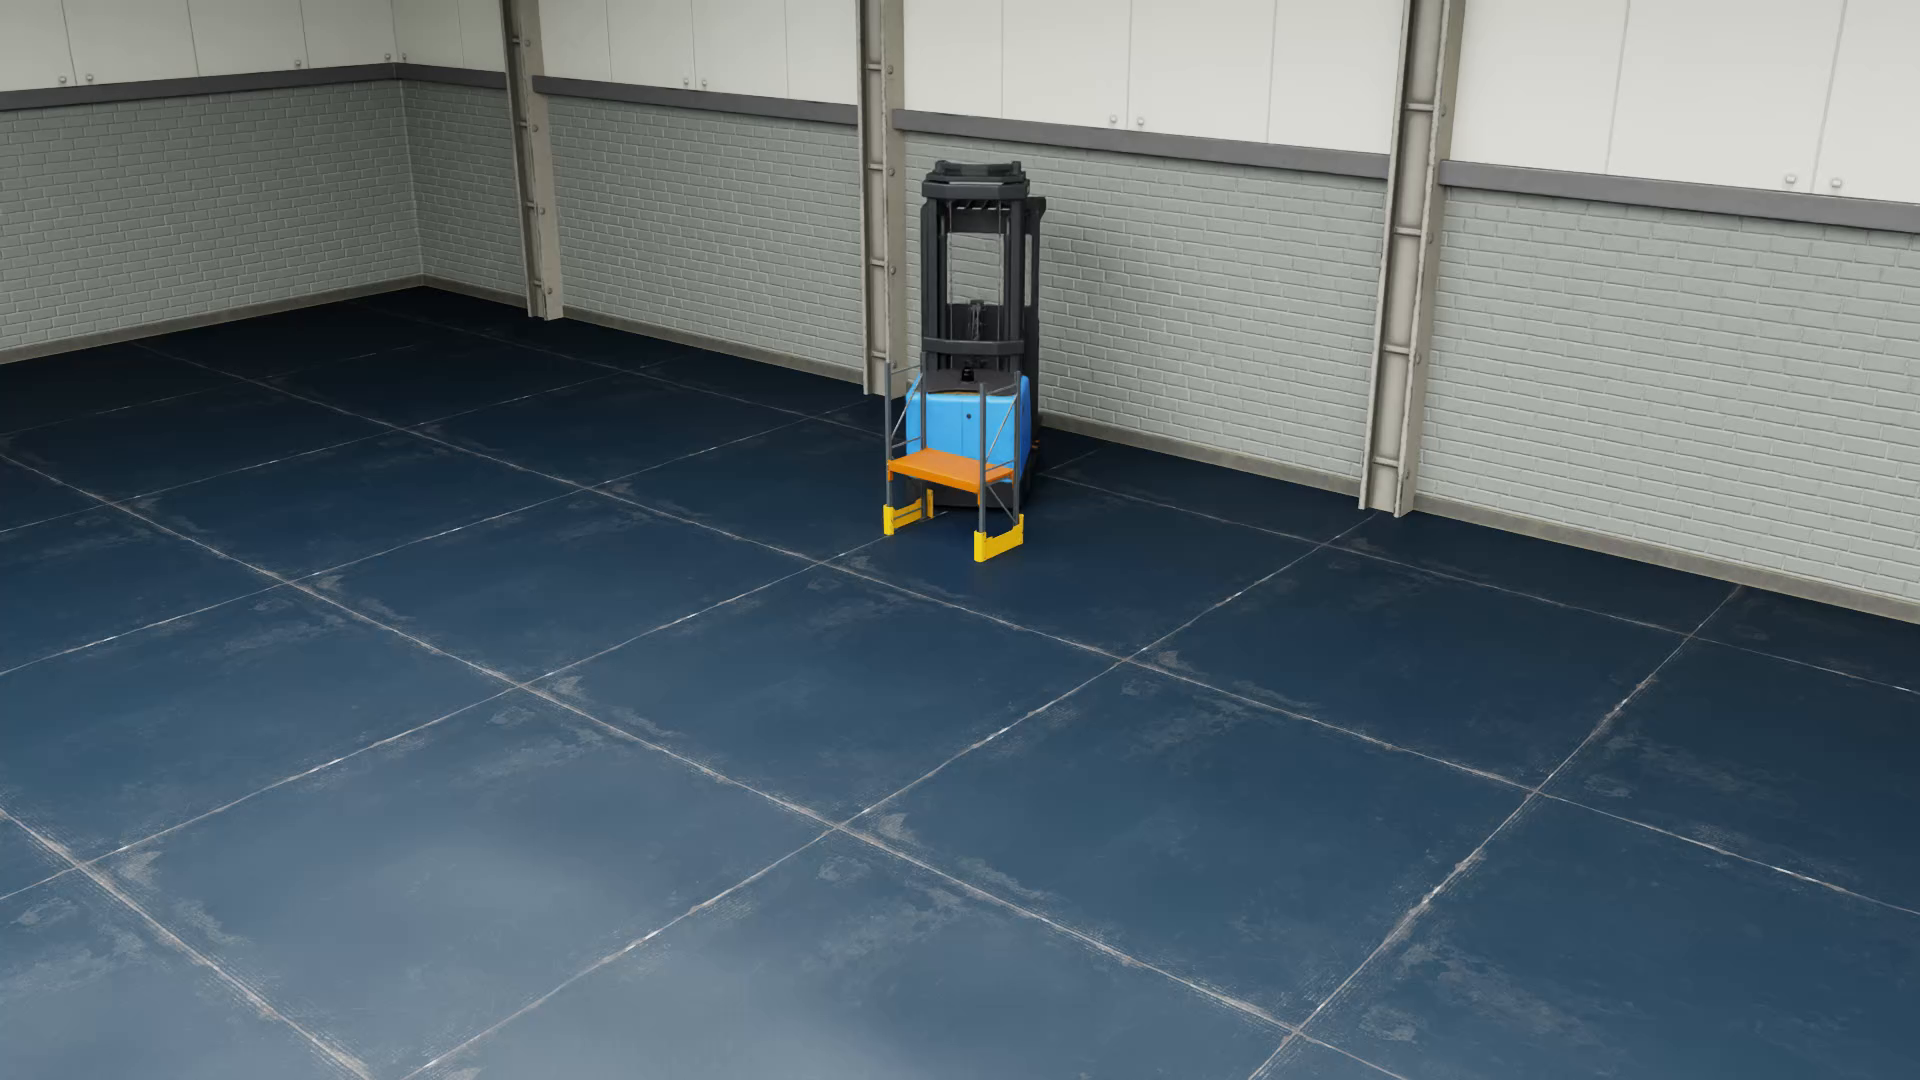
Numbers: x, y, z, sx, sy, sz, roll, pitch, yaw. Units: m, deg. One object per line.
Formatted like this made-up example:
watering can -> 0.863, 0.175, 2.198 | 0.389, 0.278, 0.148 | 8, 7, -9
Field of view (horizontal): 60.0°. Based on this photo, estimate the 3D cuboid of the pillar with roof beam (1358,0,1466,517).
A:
pillar with roof beam -> 1.102, -3.318, 10.216 | 0.400, 9.000, 9.100 | 16, 26, 36

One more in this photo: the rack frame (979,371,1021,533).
rack frame -> 0.328, -0.607, 13.655 | 0.032, 1.500, 0.500 | 16, 26, 36

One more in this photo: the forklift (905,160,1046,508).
forklift -> 0.215, -2.131, 15.668 | 1.130, 2.935, 3.031 | 3, 21, 7

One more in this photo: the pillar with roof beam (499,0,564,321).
pillar with roof beam -> -8.195, -5.995, 17.315 | 0.400, 9.000, 9.100 | 16, 26, 36

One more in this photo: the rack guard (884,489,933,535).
rack guard -> -0.445, -0.245, 14.466 | 0.087, 0.250, 0.587 | 16, 26, 36

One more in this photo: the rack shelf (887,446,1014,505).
rack shelf -> -0.066, -0.552, 14.020 | 1.000, 0.185, 0.538 | 16, 26, 36

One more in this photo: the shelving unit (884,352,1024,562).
shelving unit -> -0.059, -0.719, 13.951 | 1.083, 1.500, 0.587 | 16, 26, 36

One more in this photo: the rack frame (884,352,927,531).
rack frame -> -0.460, -0.834, 14.257 | 0.032, 1.500, 0.500 | 16, 26, 36

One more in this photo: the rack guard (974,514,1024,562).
rack guard -> 0.327, -0.023, 13.877 | 0.087, 0.250, 0.587 | 16, 26, 36

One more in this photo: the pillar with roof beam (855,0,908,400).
pillar with roof beam -> -3.546, -4.657, 13.765 | 0.400, 9.000, 9.100 | 16, 26, 36
